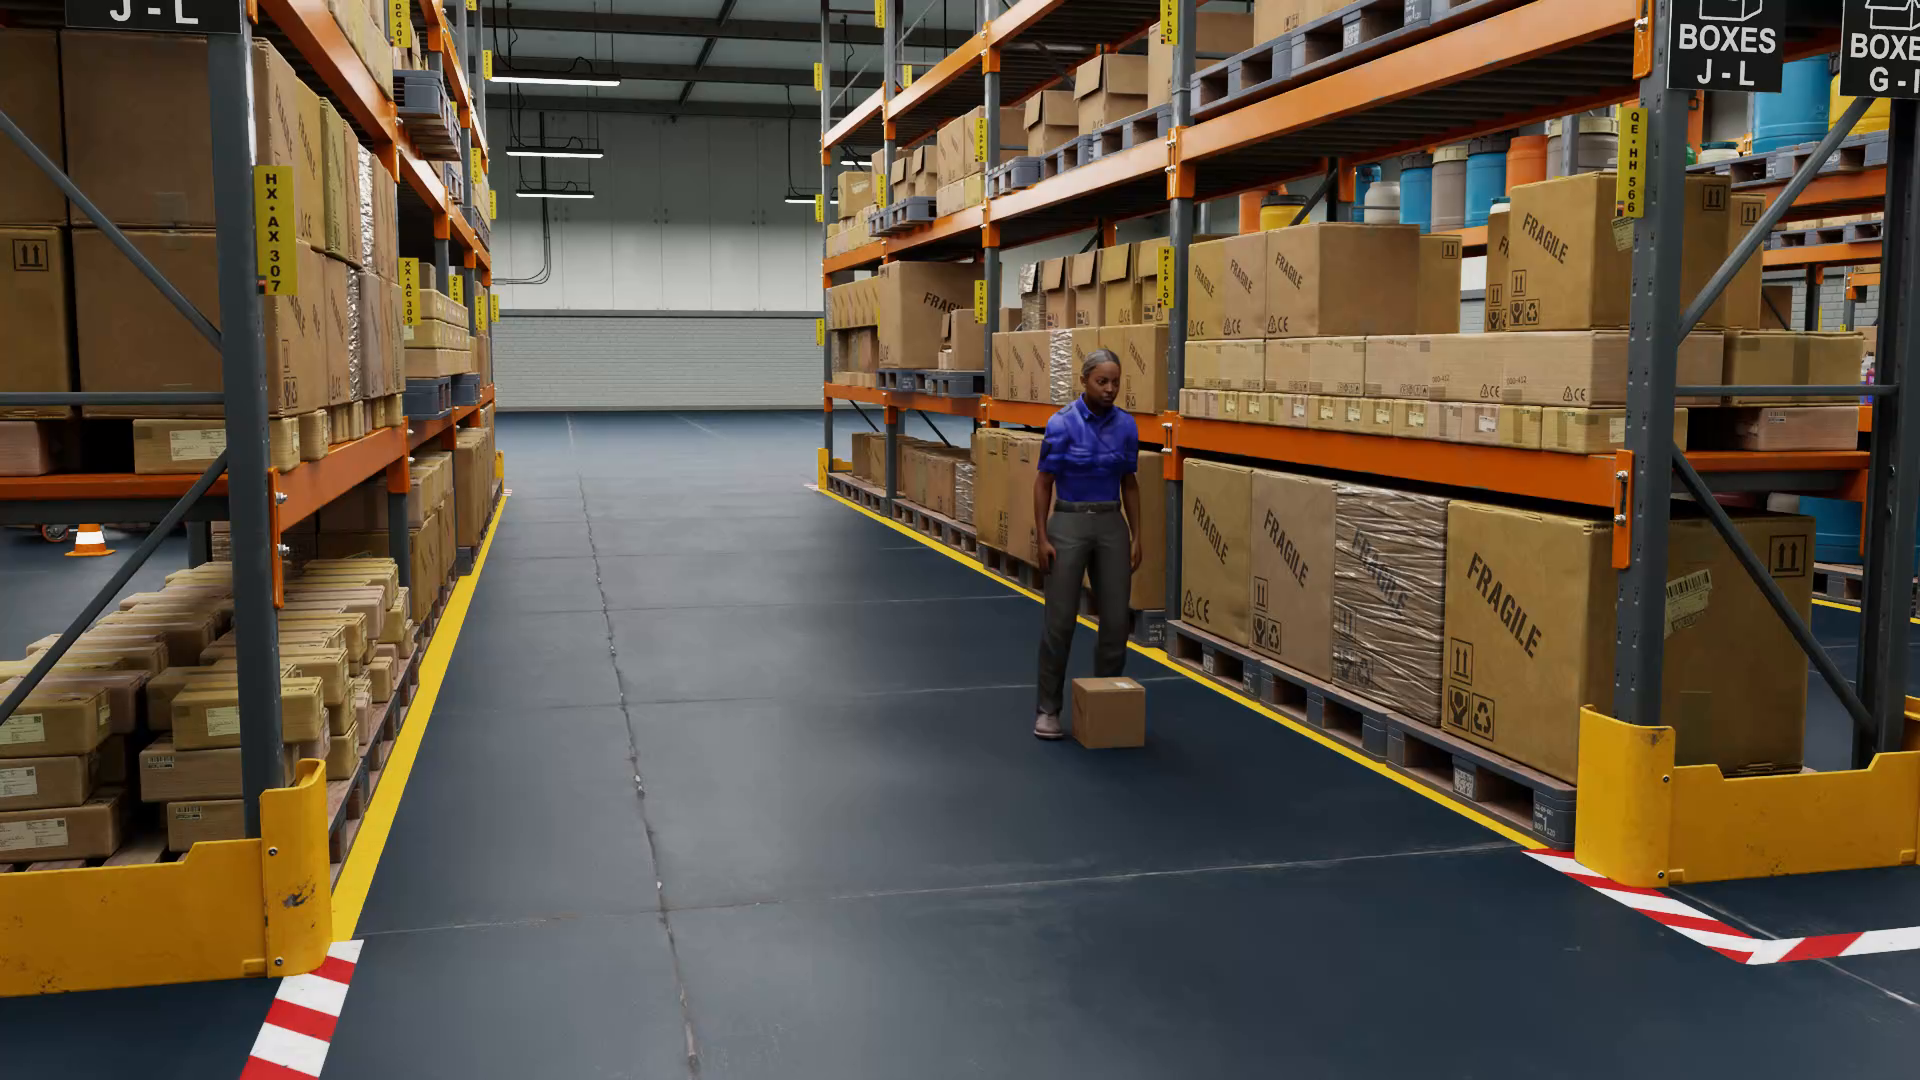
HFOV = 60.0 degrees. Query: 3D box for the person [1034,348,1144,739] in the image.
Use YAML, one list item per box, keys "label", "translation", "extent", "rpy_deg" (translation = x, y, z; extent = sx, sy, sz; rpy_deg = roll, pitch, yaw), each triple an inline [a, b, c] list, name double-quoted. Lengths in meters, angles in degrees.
- label: "person"
  translation: [0.549, 0.006, 7.157]
  extent: [0.525, 1.653, 0.348]
  rpy_deg: [-2, 7, -17]
